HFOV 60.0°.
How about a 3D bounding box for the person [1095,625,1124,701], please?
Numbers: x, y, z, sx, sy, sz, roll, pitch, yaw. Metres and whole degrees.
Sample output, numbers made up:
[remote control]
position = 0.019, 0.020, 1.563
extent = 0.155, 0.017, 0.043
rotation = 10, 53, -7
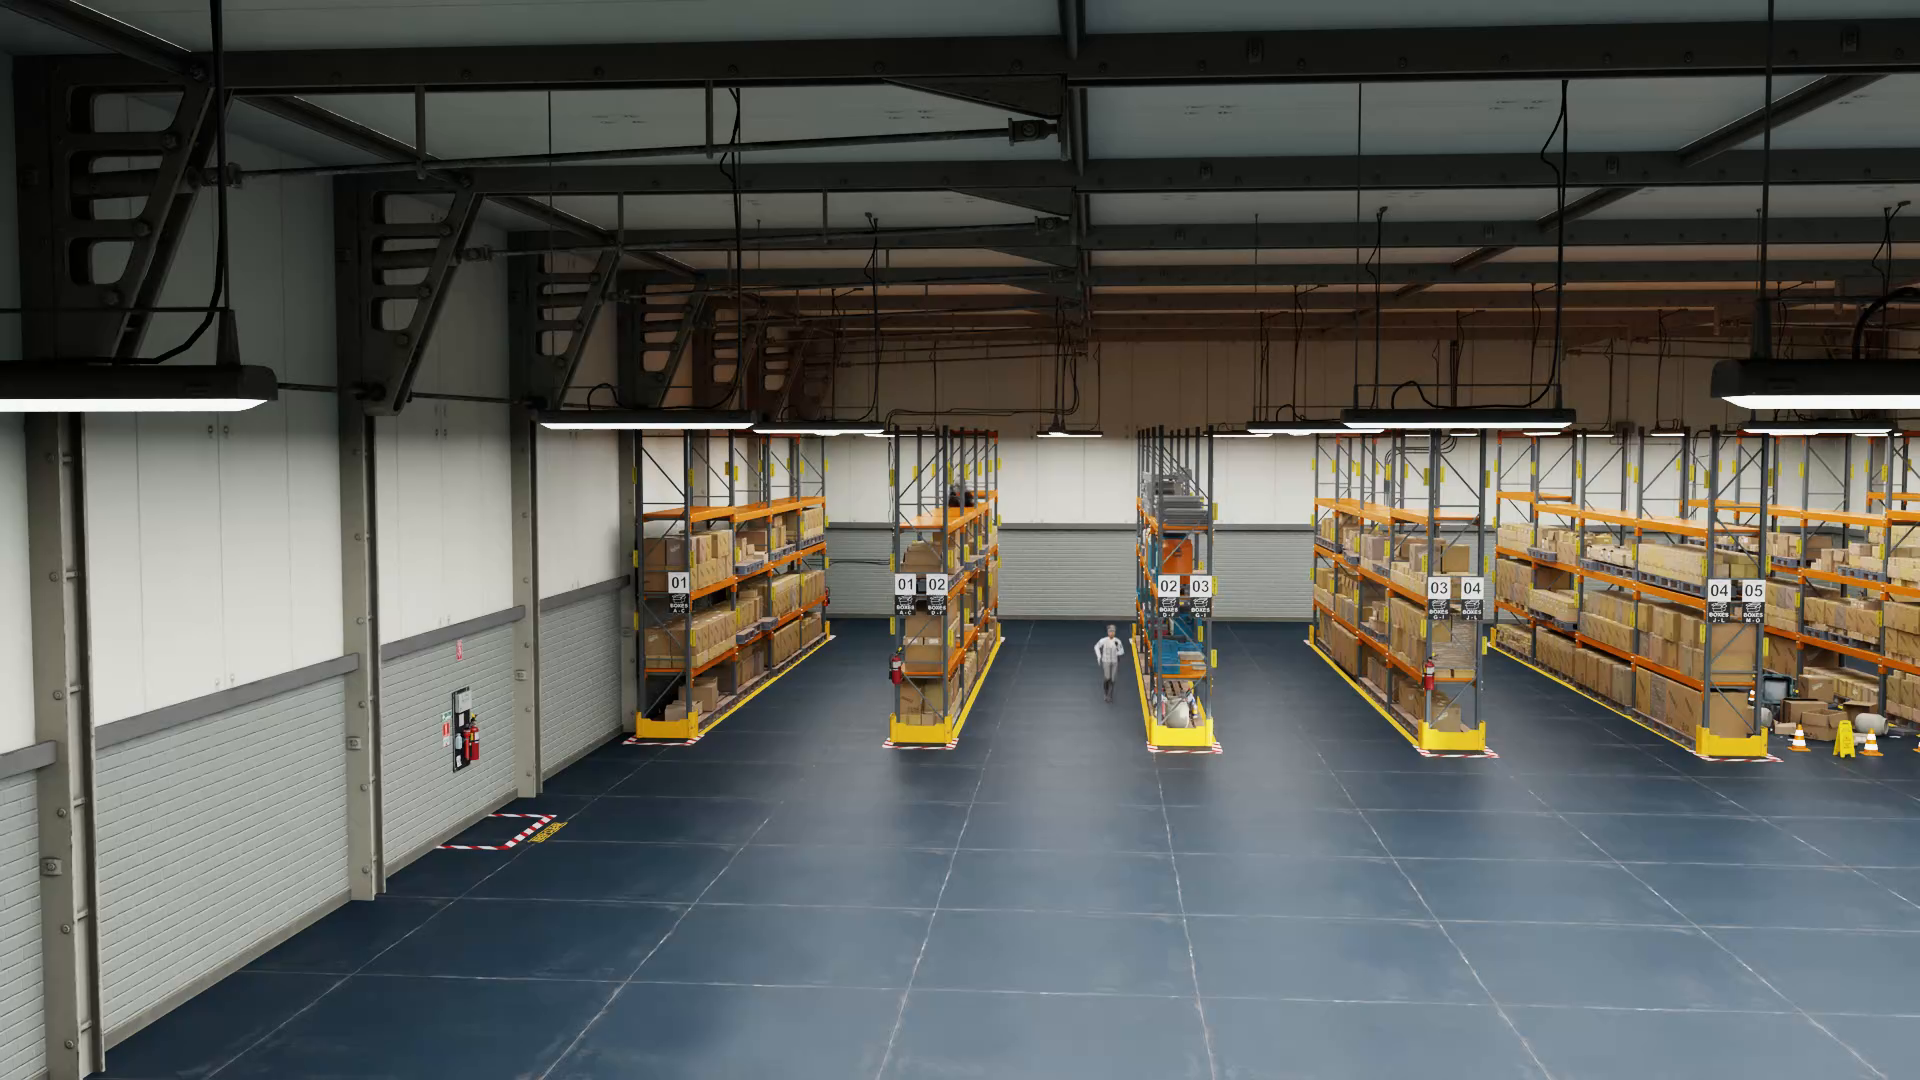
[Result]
[person]
position = 3.288, 2.690, 36.331
extent = 0.598, 1.669, 0.611
rotation = 0, 3, -5
